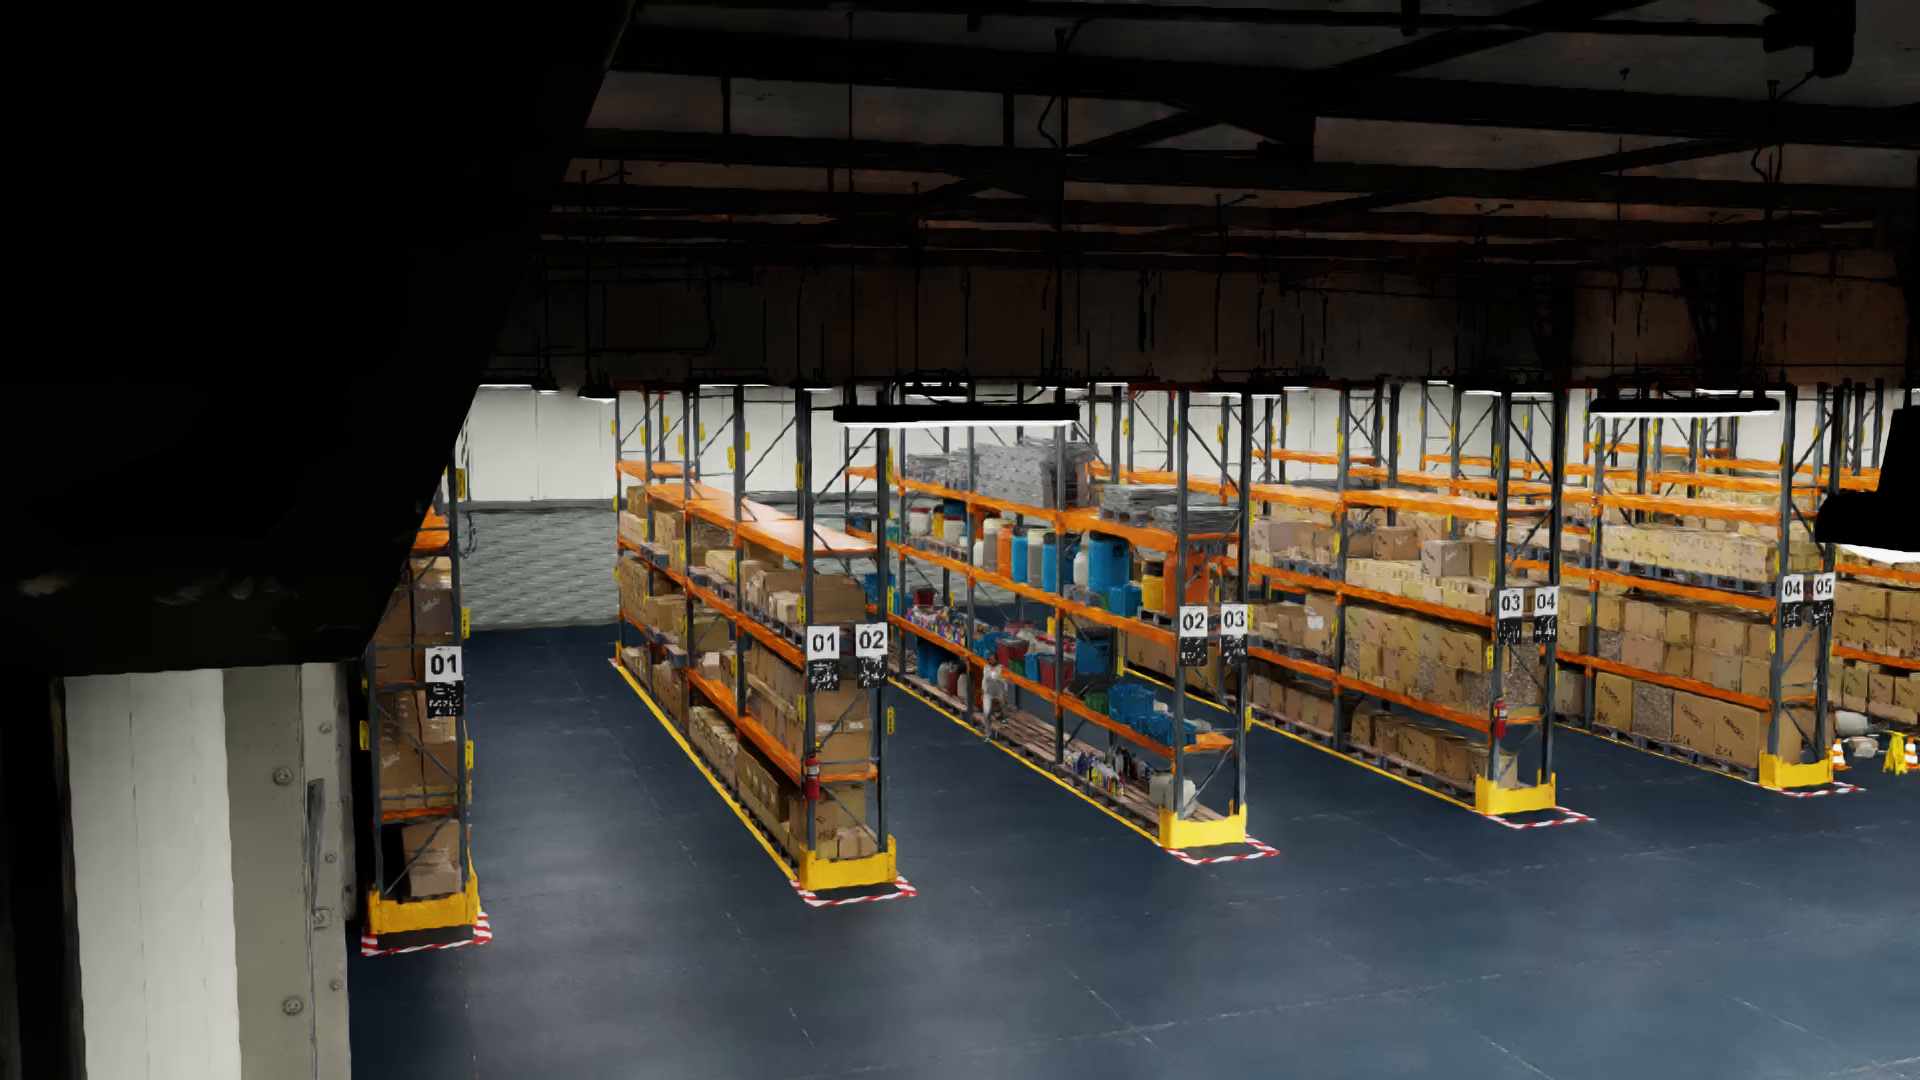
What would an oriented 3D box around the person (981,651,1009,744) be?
[{"bbox_3d":[0.581,2.601,27.956,0.459,1.538,0.858,0,6,4],"label":"person"}]
